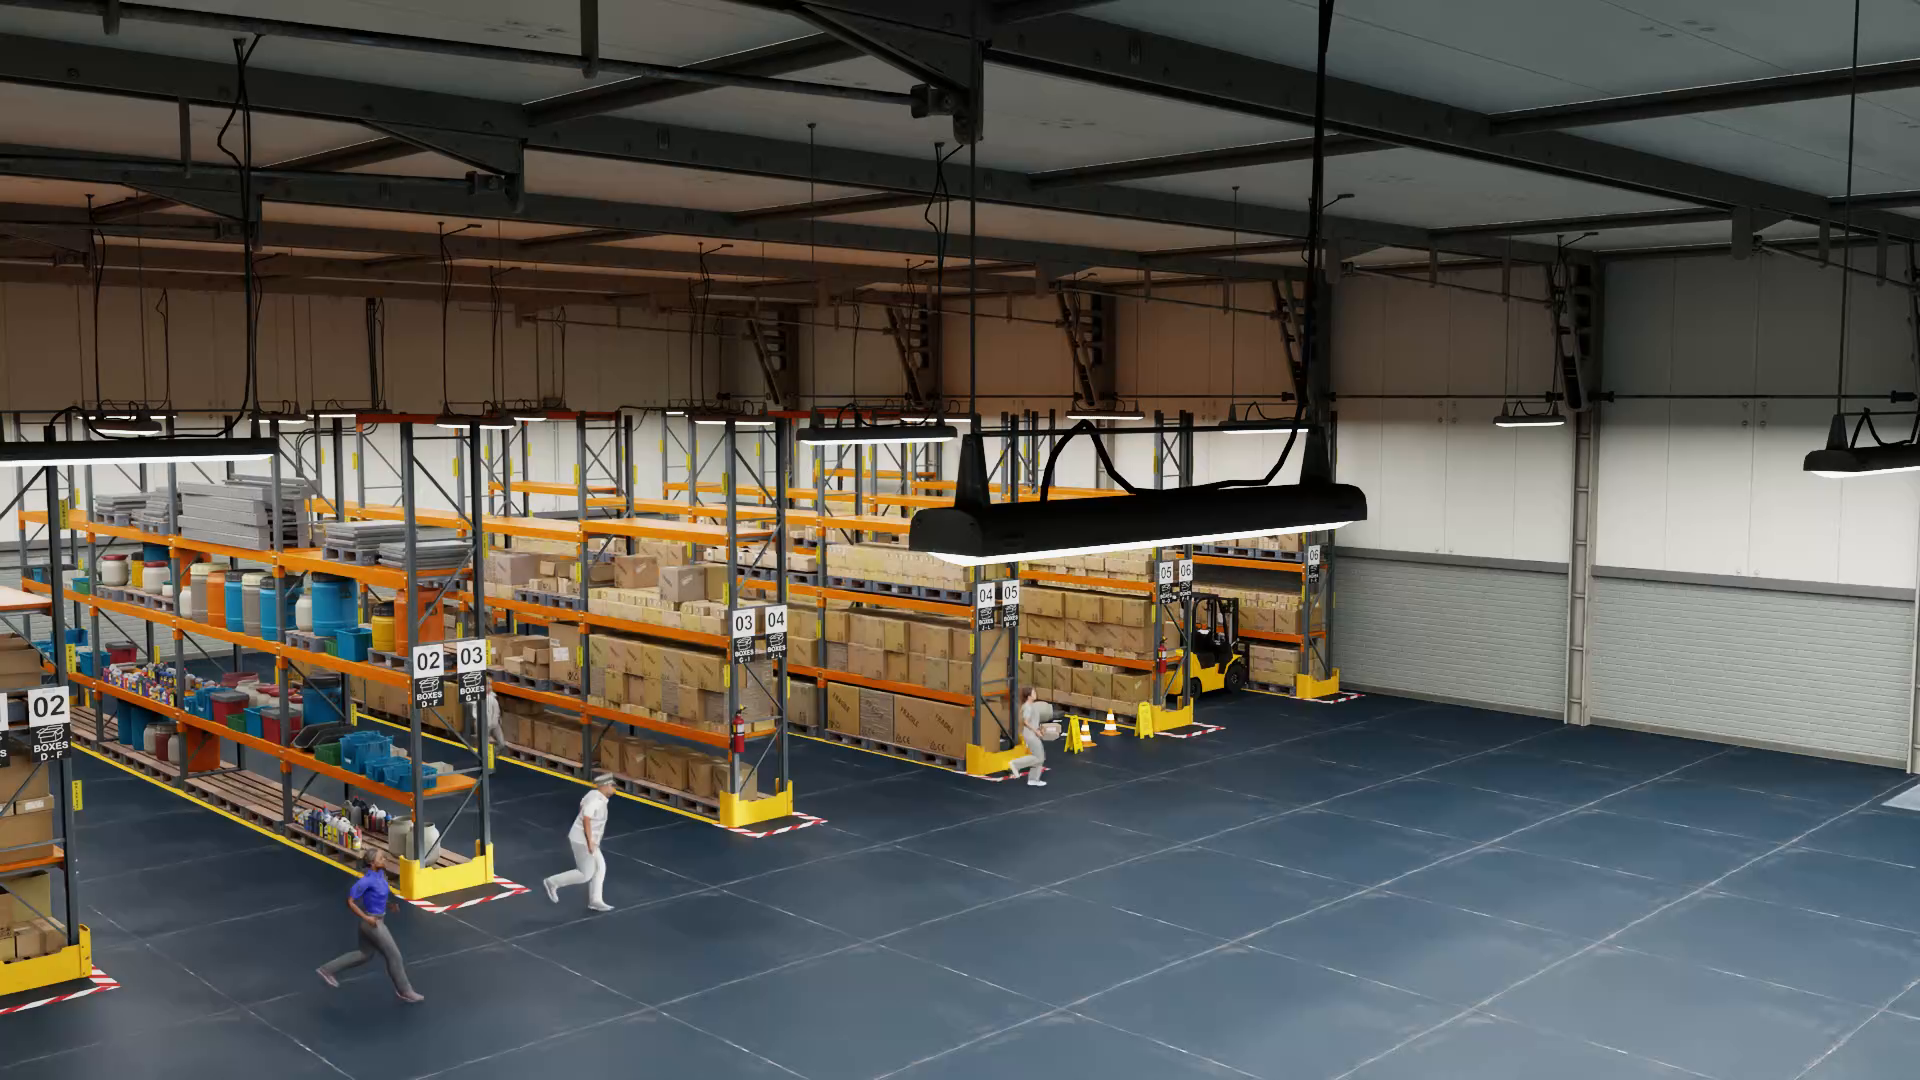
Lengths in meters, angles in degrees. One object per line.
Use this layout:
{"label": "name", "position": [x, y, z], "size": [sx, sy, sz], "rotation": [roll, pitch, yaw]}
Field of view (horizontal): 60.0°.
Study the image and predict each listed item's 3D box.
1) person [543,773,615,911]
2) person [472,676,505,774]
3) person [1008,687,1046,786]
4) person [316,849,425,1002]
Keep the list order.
{"label": "person", "position": [-4.674, 3.736, 20.432], "size": [0.901, 1.713, 0.667], "rotation": [-2, 5, -22]}
{"label": "person", "position": [-7.792, 3.089, 27.653], "size": [0.579, 1.658, 0.600], "rotation": [4, 7, 41]}
{"label": "person", "position": [1.093, 3.183, 26.988], "size": [0.623, 1.628, 0.565], "rotation": [0, 5, -2]}
{"label": "person", "position": [-6.146, 4.032, 17.317], "size": [1.051, 1.670, 0.547], "rotation": [-1, 5, -17]}
